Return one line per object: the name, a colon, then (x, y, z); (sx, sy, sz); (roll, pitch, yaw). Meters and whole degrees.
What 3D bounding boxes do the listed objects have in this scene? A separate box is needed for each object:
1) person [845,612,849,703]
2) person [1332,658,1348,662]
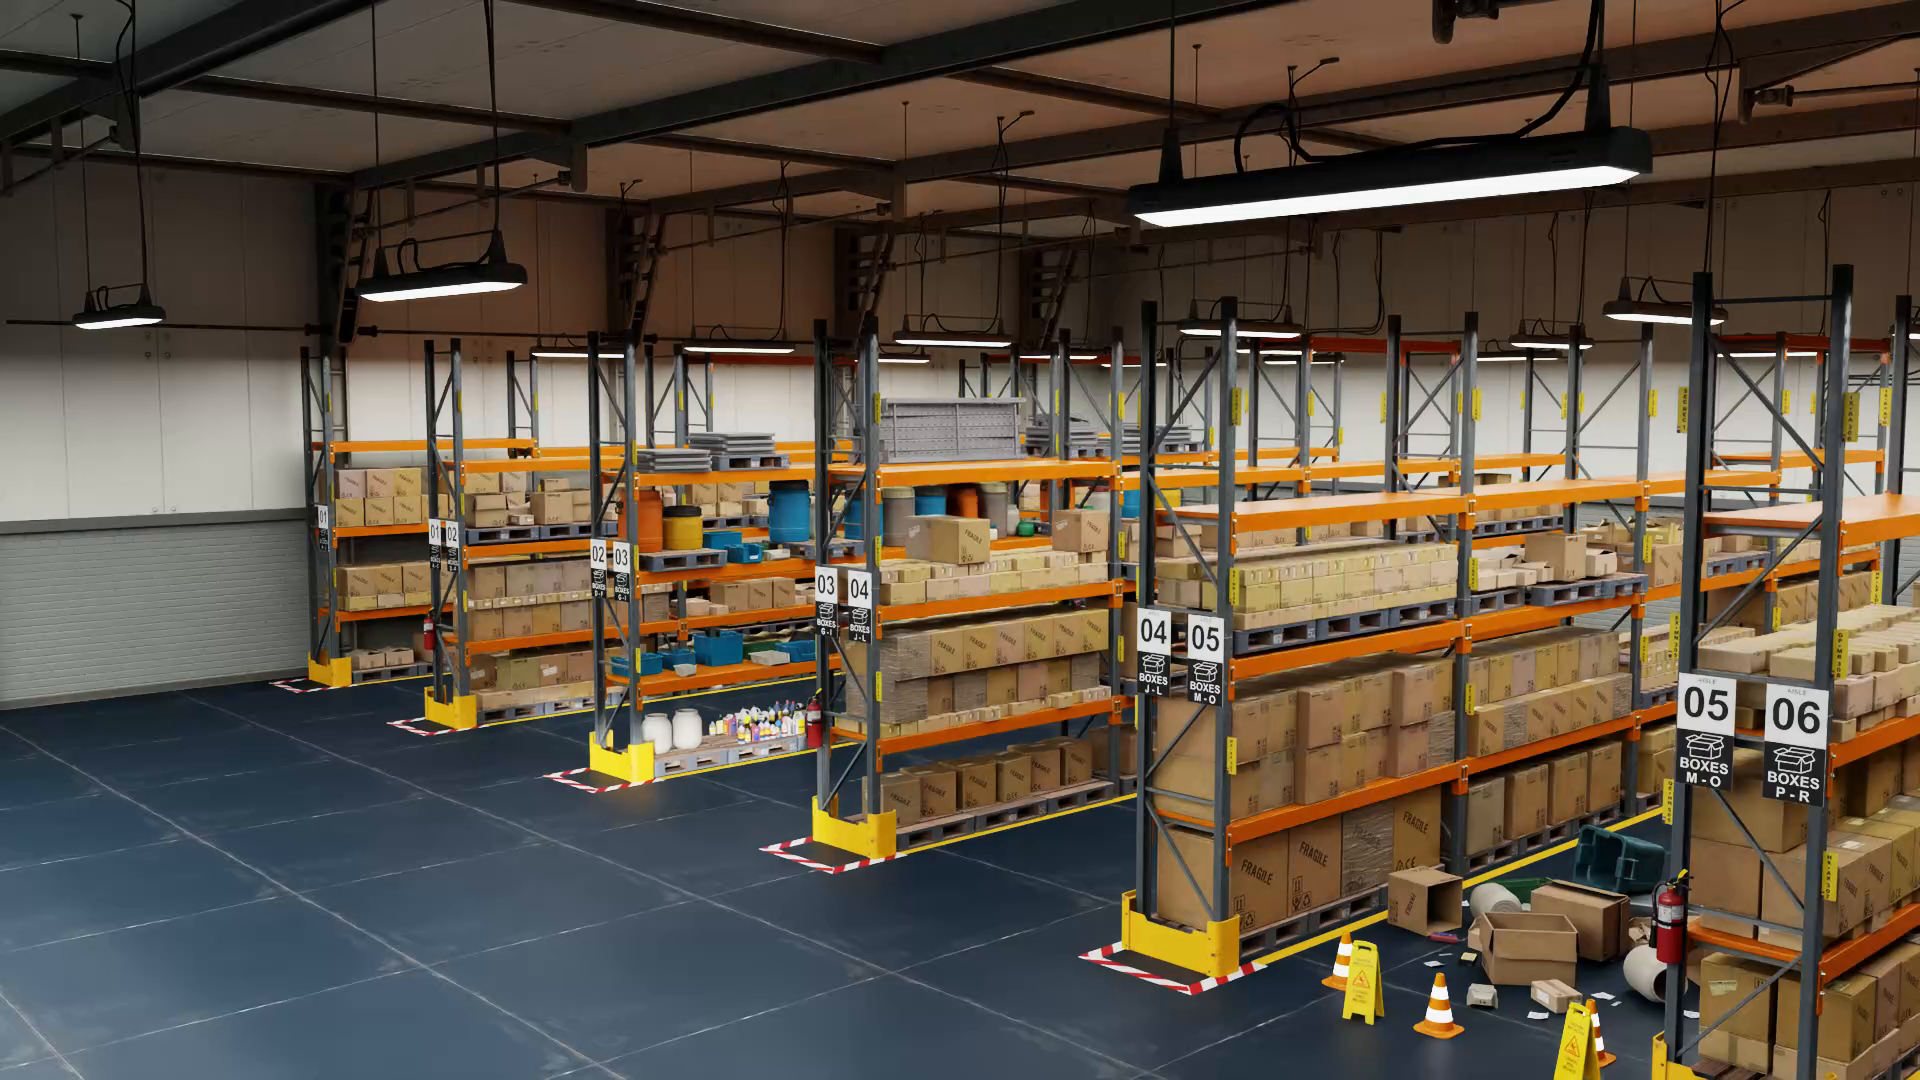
person: (-1.724, 1.858, 28.018); (0.575, 1.857, 0.529); (-1, 5, -15)
person: (5.063, 2.311, 22.395); (0.660, 1.793, 0.525); (-3, 6, -33)
